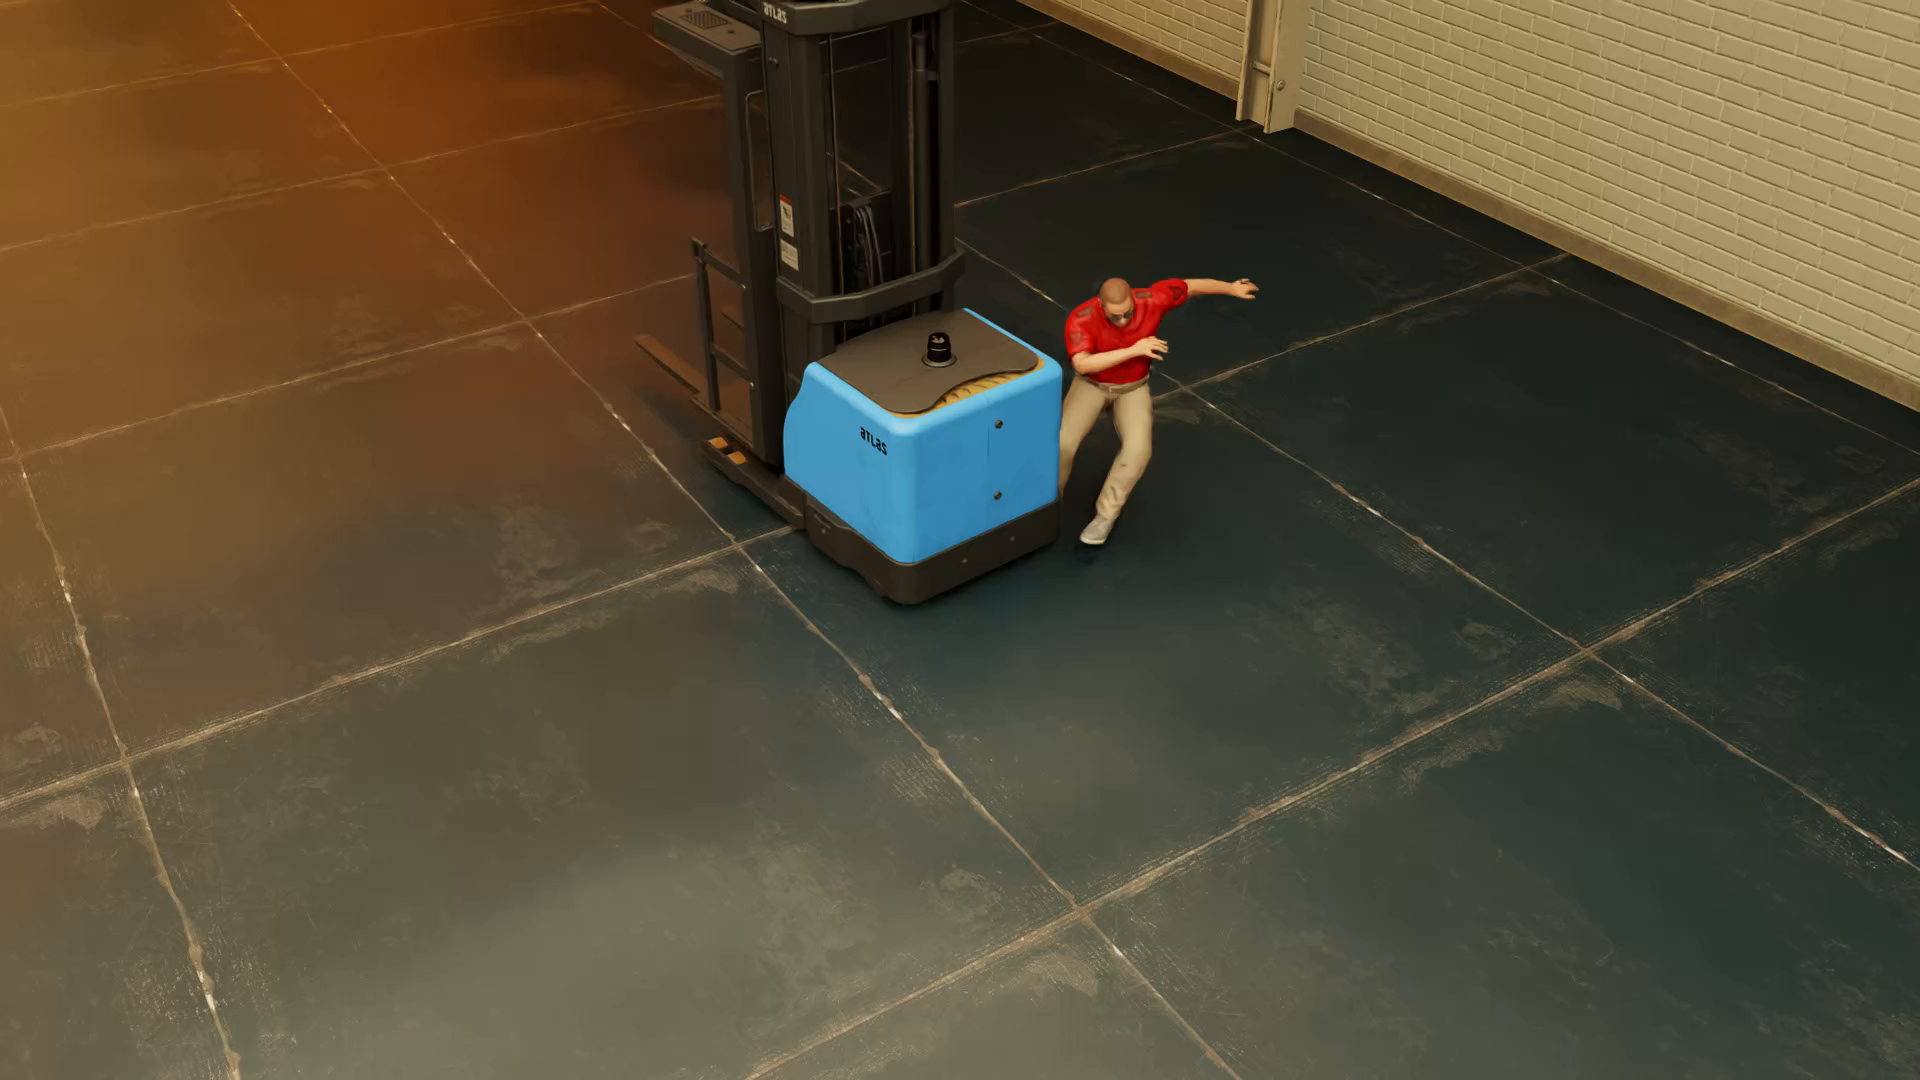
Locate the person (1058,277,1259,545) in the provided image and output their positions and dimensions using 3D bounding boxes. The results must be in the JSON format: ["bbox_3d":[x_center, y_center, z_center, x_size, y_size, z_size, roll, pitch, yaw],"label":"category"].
[{"bbox_3d":[0.945,-0.719,8.569,1.315,1.409,0.840,-3,35,-4],"label":"person"}]

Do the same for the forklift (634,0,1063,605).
[{"bbox_3d":[-0.782,-1.673,8.528,1.130,2.935,3.031,-24,42,-30],"label":"forklift"}]
